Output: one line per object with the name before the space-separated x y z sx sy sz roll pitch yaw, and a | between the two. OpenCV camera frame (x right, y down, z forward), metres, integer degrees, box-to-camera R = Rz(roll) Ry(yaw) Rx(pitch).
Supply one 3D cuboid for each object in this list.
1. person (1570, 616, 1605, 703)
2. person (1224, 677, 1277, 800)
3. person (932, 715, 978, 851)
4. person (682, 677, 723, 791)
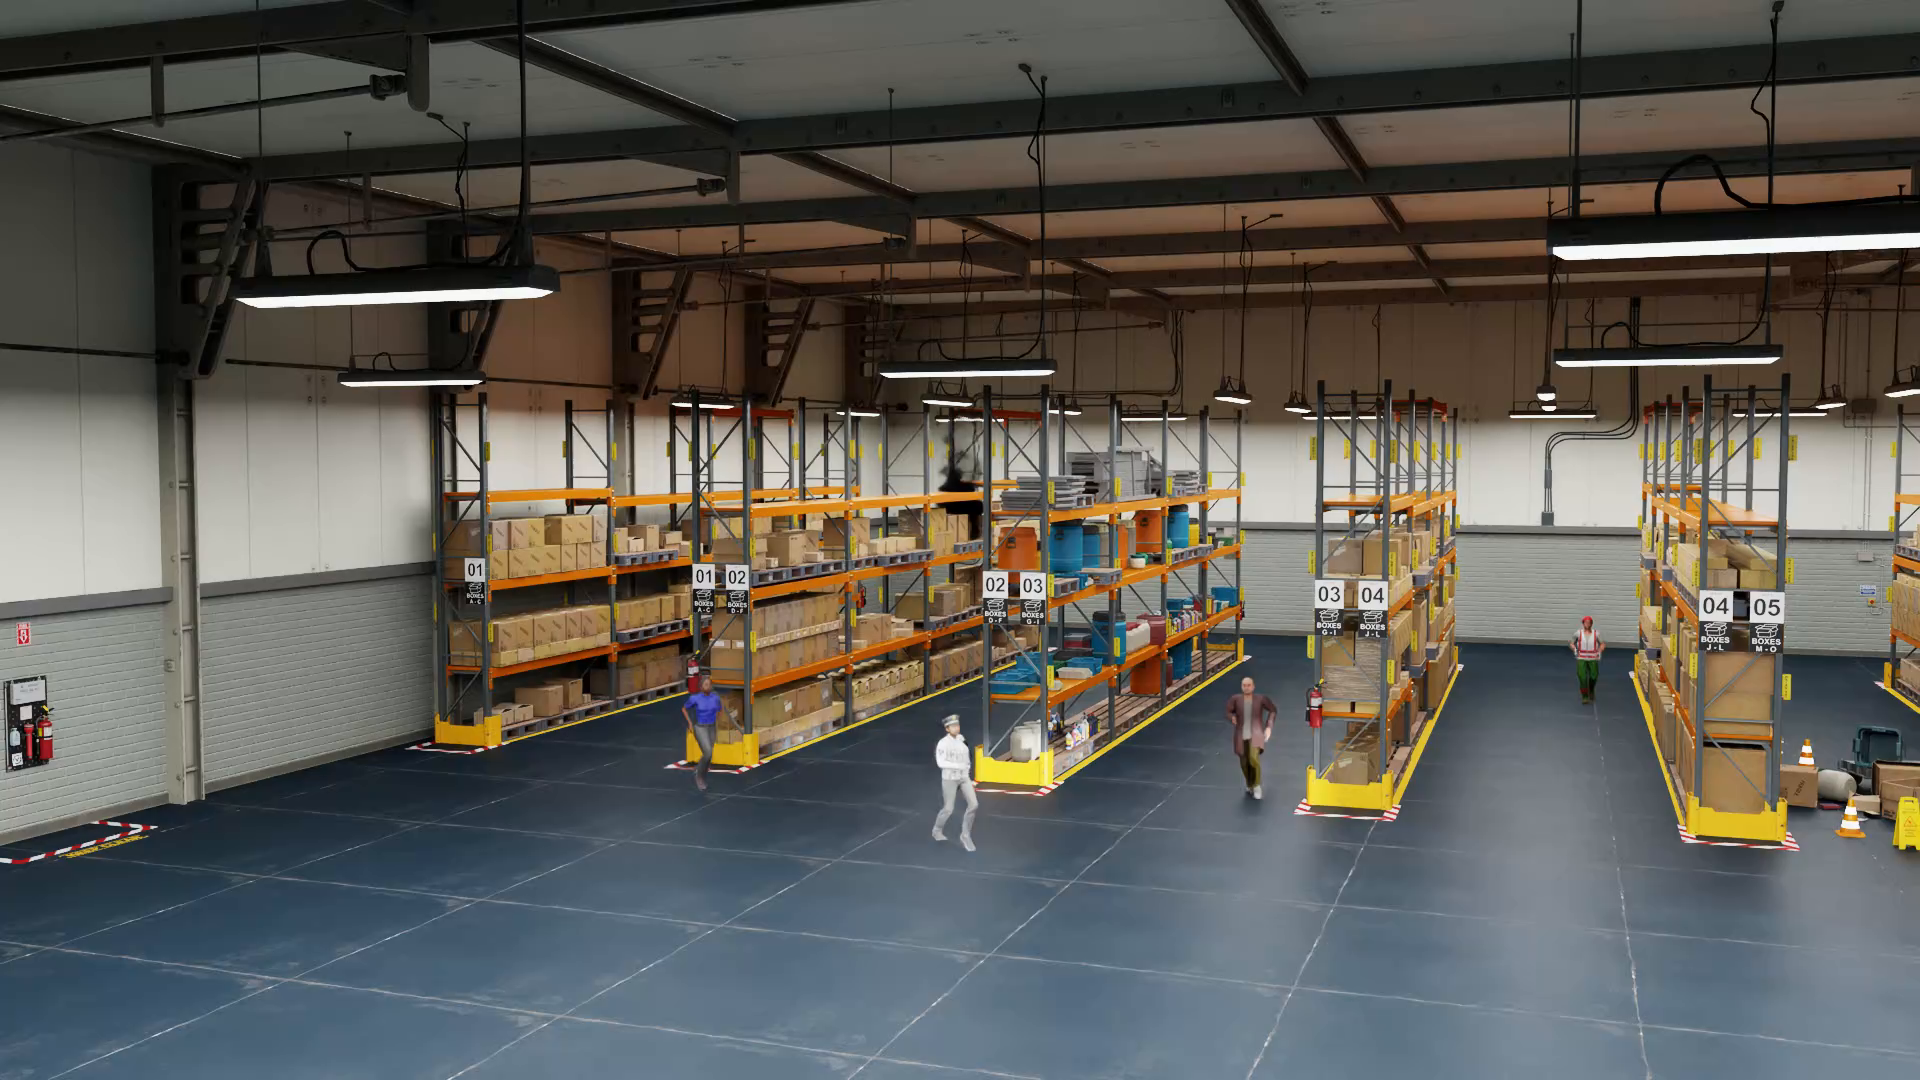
person | 12.417 2.376 32.912 0.649 1.739 0.603 1 3 20
person | 4.158 2.845 23.943 0.718 1.748 0.800 1 3 23
person | -0.058 3.058 21.053 0.618 1.724 0.733 -2 4 -37
person | -3.772 2.871 24.672 0.553 1.677 0.703 -2 4 -39
